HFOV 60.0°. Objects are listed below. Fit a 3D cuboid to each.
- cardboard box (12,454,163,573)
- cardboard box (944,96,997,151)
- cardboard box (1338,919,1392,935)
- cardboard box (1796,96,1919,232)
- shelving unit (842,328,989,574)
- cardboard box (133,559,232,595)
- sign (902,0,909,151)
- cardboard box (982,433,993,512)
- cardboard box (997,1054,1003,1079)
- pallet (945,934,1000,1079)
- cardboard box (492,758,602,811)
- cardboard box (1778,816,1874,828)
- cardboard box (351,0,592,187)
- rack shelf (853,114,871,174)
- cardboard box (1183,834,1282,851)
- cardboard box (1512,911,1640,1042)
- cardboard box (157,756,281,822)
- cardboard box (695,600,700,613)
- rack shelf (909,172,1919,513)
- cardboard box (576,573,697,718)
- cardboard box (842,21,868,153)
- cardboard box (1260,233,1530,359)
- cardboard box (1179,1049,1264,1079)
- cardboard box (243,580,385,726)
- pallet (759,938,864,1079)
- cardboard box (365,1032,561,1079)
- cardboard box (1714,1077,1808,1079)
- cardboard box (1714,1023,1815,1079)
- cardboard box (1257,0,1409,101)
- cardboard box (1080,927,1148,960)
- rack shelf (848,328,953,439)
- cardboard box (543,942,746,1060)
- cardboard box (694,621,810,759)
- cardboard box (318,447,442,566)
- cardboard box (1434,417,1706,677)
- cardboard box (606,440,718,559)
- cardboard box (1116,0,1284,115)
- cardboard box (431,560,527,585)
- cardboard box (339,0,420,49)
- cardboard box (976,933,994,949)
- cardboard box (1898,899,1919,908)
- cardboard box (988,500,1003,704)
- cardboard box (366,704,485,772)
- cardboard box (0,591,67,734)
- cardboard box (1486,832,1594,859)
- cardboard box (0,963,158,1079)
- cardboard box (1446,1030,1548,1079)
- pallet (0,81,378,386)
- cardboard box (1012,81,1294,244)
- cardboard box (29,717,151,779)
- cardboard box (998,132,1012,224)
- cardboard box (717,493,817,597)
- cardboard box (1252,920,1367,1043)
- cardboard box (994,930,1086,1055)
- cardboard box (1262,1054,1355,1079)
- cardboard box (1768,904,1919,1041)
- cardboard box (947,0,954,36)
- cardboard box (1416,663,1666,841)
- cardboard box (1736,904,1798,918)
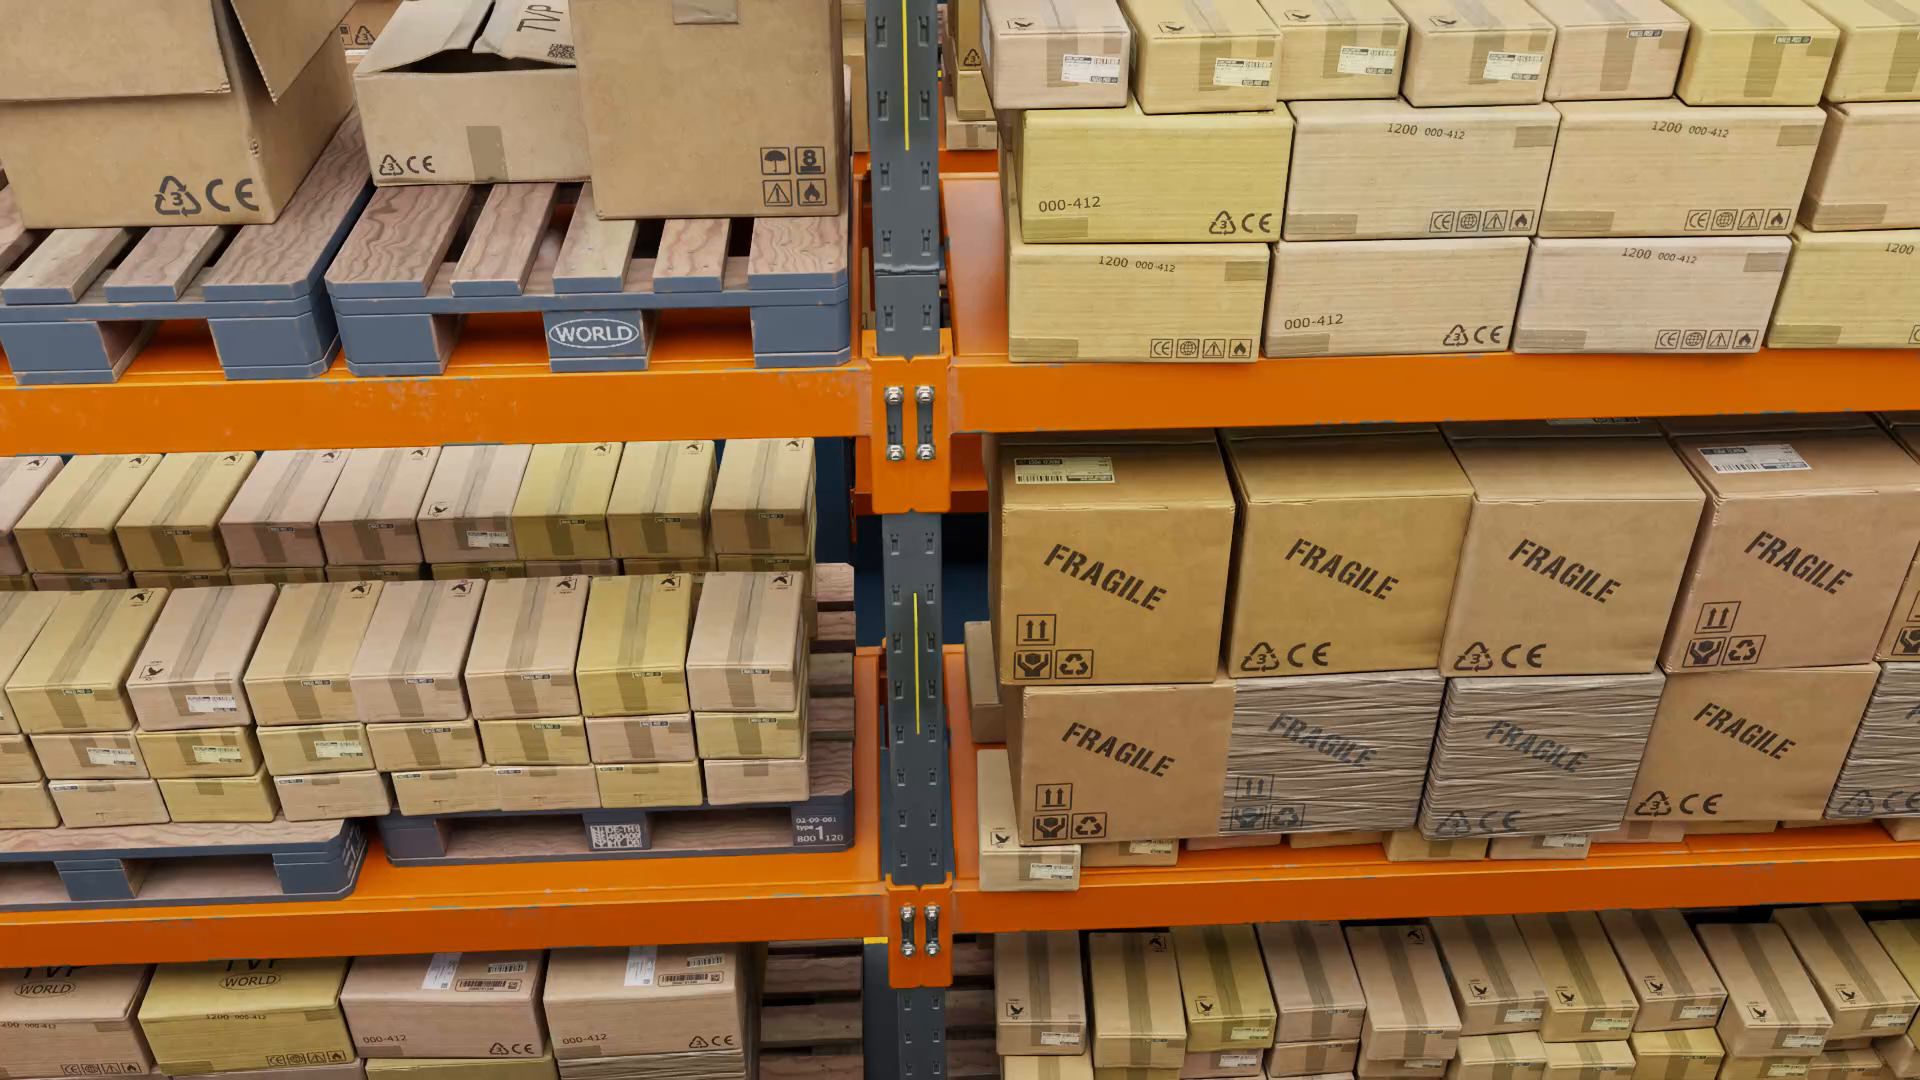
[{"bbox_3d":[-2.362,-0.076,4.553,0.250,0.149,0.380,0,35,0],"label":"cardboard box"},{"bbox_3d":[0.051,-2.100,8.370,0.250,0.149,0.380,-1,35,-2],"label":"cardboard box"},{"bbox_3d":[1.219,1.125,5.363,0.250,0.149,0.380,-1,35,-1],"label":"cardboard box"},{"bbox_3d":[1.894,-0.857,3.409,0.500,0.250,0.500,-3,35,-4],"label":"cardboard box"},{"bbox_3d":[0.007,-0.463,7.430,1.048,1.125,0.538,-2,35,-2],"label":"shelving unit"},{"bbox_3d":[-2.104,0.038,4.649,0.250,0.149,0.380,-2,35,-3],"label":"cardboard box"},{"bbox_3d":[-0.096,-0.855,2.914,0.005,0.325,0.100,-2,35,-2],"label":"sign"},{"bbox_3d":[0.330,-0.304,4.325,0.500,0.500,0.500,-3,35,-4],"label":"cardboard box"},{"bbox_3d":[0.253,1.610,4.924,0.250,0.149,0.380,-3,35,-4],"label":"cardboard box"},{"bbox_3d":[0.543,1.546,5.331,1.213,0.211,1.003,-2,35,-2],"label":"pallet"},{"bbox_3d":[-1.022,0.504,4.237,0.250,0.149,0.380,-2,35,-2],"label":"cardboard box"},{"bbox_3d":[2.266,0.587,4.487,0.250,0.149,0.380,-3,35,-4],"label":"cardboard box"},{"bbox_3d":[-1.015,-1.028,3.672,0.500,0.311,0.500,-2,35,-3],"label":"cardboard box"},{"bbox_3d":[-2.258,-2.035,8.687,4.000,0.370,1.077,-2,35,-2],"label":"rack shelf"},{"bbox_3d":[0.691,0.633,4.420,0.250,0.149,0.380,-3,35,-4],"label":"cardboard box"},{"bbox_3d":[1.790,1.273,4.888,0.250,0.149,0.380,-1,35,-2],"label":"cardboard box"},{"bbox_3d":[-1.815,0.528,4.203,0.250,0.149,0.380,0,35,0],"label":"cardboard box"},{"bbox_3d":[-0.818,0.128,4.781,0.250,0.149,0.380,-1,35,-1],"label":"cardboard box"},{"bbox_3d":[1.872,-0.554,3.911,4.000,0.370,1.077,-2,35,-2],"label":"rack shelf"},{"bbox_3d":[-0.786,0.253,4.078,0.250,0.149,0.380,-3,35,-4],"label":"cardboard box"},{"bbox_3d":[-0.714,-2.258,8.289,0.500,0.500,0.500,-1,35,-2],"label":"cardboard box"},{"bbox_3d":[0.849,-0.615,3.499,0.500,0.250,0.500,-2,35,-3],"label":"cardboard box"},{"bbox_3d":[0.741,1.402,4.963,0.250,0.149,0.380,-2,35,-2],"label":"cardboard box"},{"bbox_3d":[-1.552,0.271,4.052,0.250,0.149,0.380,-3,35,-4],"label":"cardboard box"},{"bbox_3d":[-0.904,1.606,5.244,1.213,0.211,1.003,-2,35,-2],"label":"pallet"},{"bbox_3d":[-1.366,1.469,4.818,0.500,0.500,0.500,-2,35,-3],"label":"cardboard box"},{"bbox_3d":[2.335,1.541,5.023,0.250,0.149,0.380,-3,35,-4],"label":"cardboard box"},{"bbox_3d":[2.320,1.420,4.937,0.250,0.149,0.380,-1,35,-2],"label":"cardboard box"},{"bbox_3d":[0.697,-1.001,3.267,0.250,0.149,0.380,-2,35,-3],"label":"cardboard box"},{"bbox_3d":[0.513,1.273,5.410,0.250,0.149,0.380,-1,35,-1],"label":"cardboard box"},{"bbox_3d":[0.007,-0.703,7.264,1.000,0.278,0.538,-2,35,-2],"label":"rack shelf"},{"bbox_3d":[-0.858,1.148,4.624,0.500,0.250,0.500,-2,35,-3],"label":"cardboard box"},{"bbox_3d":[-0.514,0.369,4.172,0.250,0.149,0.380,-1,35,-1],"label":"cardboard box"},{"bbox_3d":[-1.581,-0.098,4.585,0.250,0.149,0.380,-2,35,-3],"label":"cardboard box"},{"bbox_3d":[1.358,-0.029,3.929,0.500,0.500,0.500,-1,35,-1],"label":"cardboard box"},{"bbox_3d":[-0.820,-0.116,4.611,0.250,0.149,0.380,-1,35,-1],"label":"cardboard box"},{"bbox_3d":[0.449,-0.962,3.211,0.250,0.149,0.380,-3,35,-4],"label":"cardboard box"},{"bbox_3d":[-1.318,0.018,4.679,0.250,0.149,0.380,-3,35,-4],"label":"cardboard box"},{"bbox_3d":[-2.873,-2.757,8.129,0.637,0.503,0.797,-1,35,-1],"label":"cardboard box"},{"bbox_3d":[0.173,1.126,5.363,0.250,0.149,0.380,-1,35,-1],"label":"cardboard box"},{"bbox_3d":[3.060,0.981,5.309,0.250,0.149,0.380,-1,35,-1],"label":"cardboard box"},{"bbox_3d":[0.343,0.100,4.620,0.500,0.500,0.500,-1,35,-2],"label":"cardboard box"},{"bbox_3d":[-1.298,0.391,4.139,0.250,0.149,0.380,-3,35,-4],"label":"cardboard box"},{"bbox_3d":[-2.338,0.293,4.020,0.250,0.149,0.380,-1,35,-1],"label":"cardboard box"},{"bbox_3d":[1.485,0.656,4.387,0.250,0.149,0.380,0,35,0],"label":"cardboard box"},{"bbox_3d":[-2.420,1.191,4.561,0.500,0.250,0.500,-1,35,-2],"label":"cardboard box"},{"bbox_3d":[1.542,1.432,4.920,0.250,0.149,0.380,-2,35,-3],"label":"cardboard box"},{"bbox_3d":[-1.784,-0.733,3.702,1.003,0.211,1.213,-2,35,-2],"label":"pallet"},{"bbox_3d":[0.366,-0.816,3.351,0.500,0.250,0.500,0,35,-1],"label":"cardboard box"},{"bbox_3d":[-2.074,0.410,4.113,0.250,0.149,0.380,0,35,0],"label":"cardboard box"},{"bbox_3d":[0.351,-0.901,3.912,0.500,0.250,0.500,-1,35,-1],"label":"cardboard box"},{"bbox_3d":[-0.542,-0.005,4.712,0.250,0.149,0.380,-1,35,-1],"label":"cardboard box"},{"bbox_3d":[1.015,1.272,4.889,0.250,0.149,0.380,-2,35,-3],"label":"cardboard box"},{"bbox_3d":[0.228,1.301,4.848,0.250,0.149,0.380,0,35,0],"label":"cardboard box"},{"bbox_3d":[1.015,1.531,5.038,0.250,0.149,0.380,-2,35,-3],"label":"cardboard box"},{"bbox_3d":[2.584,1.267,4.896,0.250,0.149,0.380,-3,35,-4],"label":"cardboard box"},{"bbox_3d":[0.186,-2.918,8.542,0.500,0.500,0.500,-1,35,-1],"label":"cardboard box"},{"bbox_3d":[1.379,0.393,4.196,0.500,0.500,0.500,-2,35,-3],"label":"cardboard box"},{"bbox_3d":[2.556,1.053,5.468,0.250,0.149,0.380,-1,35,-1],"label":"cardboard box"}]
